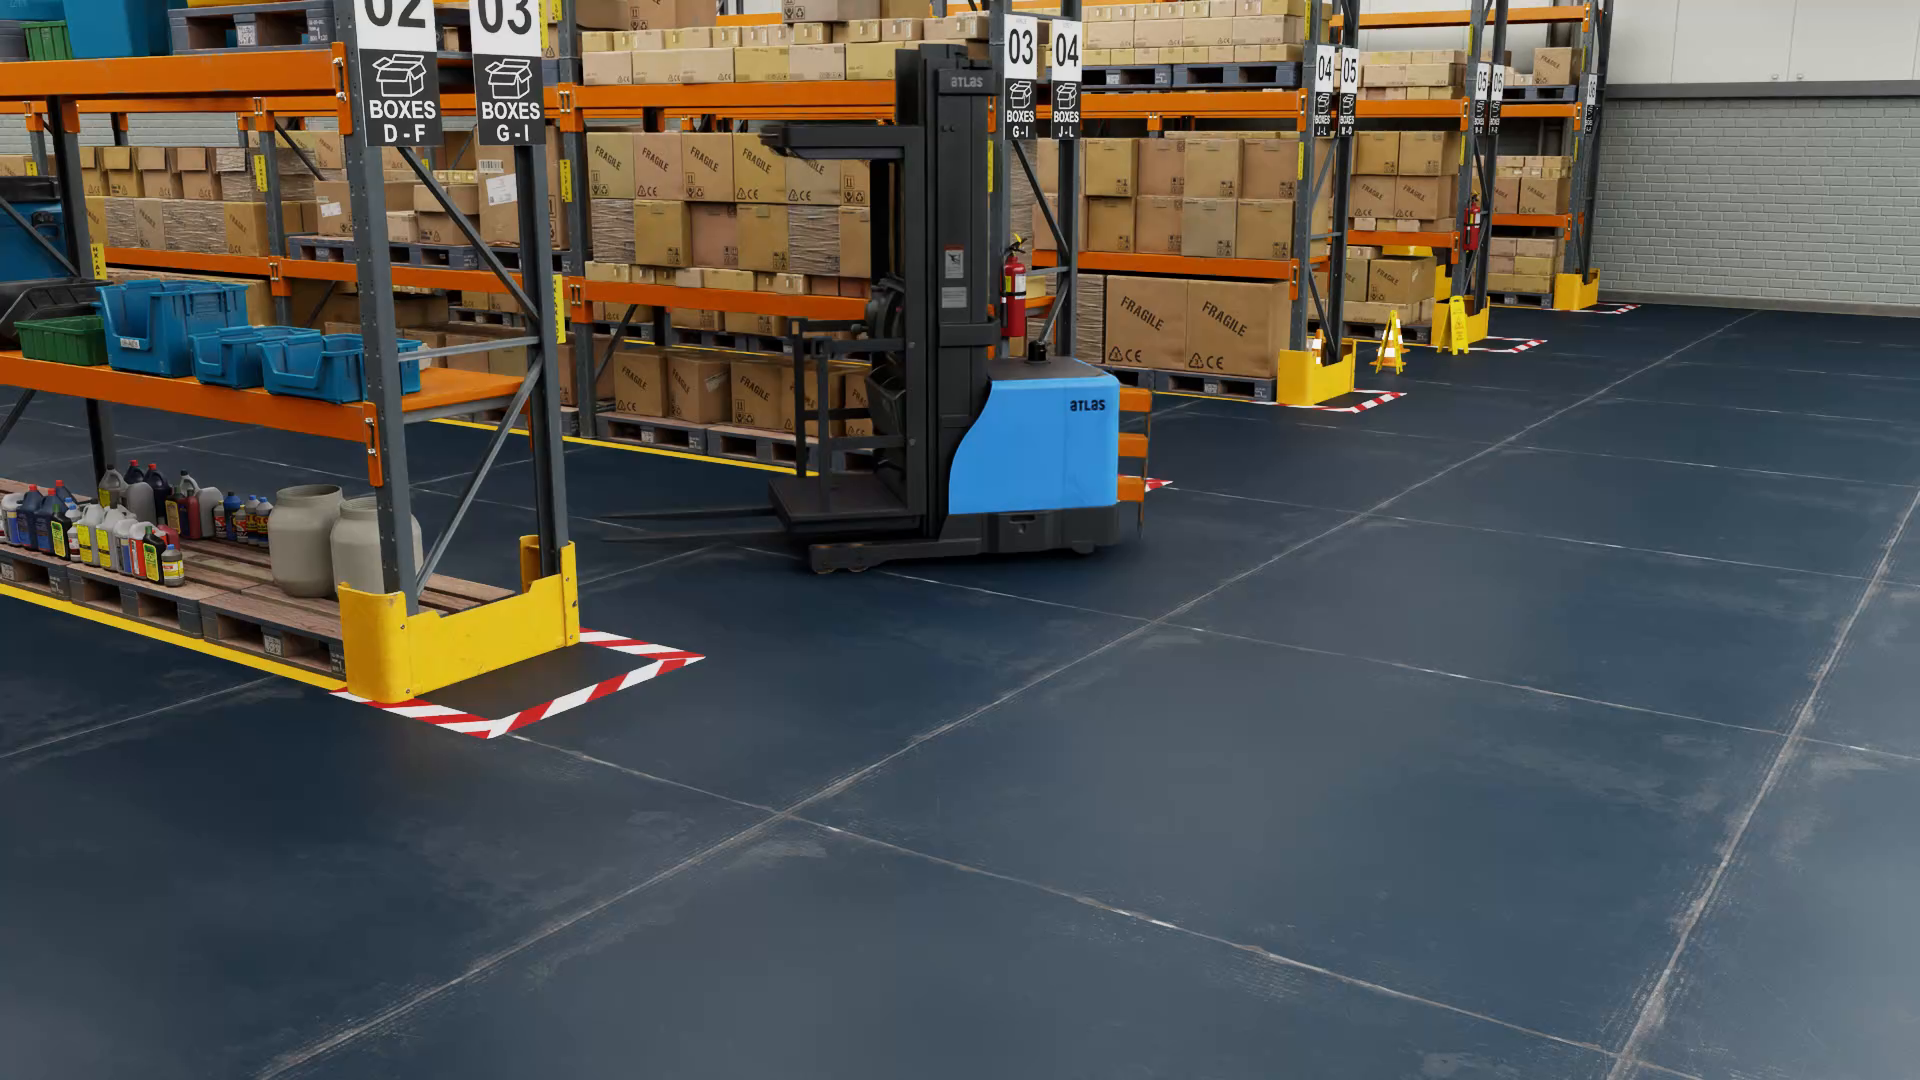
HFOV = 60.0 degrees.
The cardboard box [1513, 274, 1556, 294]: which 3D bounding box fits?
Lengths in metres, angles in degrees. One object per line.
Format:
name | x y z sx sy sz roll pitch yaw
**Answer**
cardboard box | 8.247 -3.684 23.811 0.500 0.250 0.500 9 17 33

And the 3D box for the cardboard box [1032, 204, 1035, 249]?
cardboard box | 0.830 -3.317 17.168 0.550 0.550 0.875 9 17 33

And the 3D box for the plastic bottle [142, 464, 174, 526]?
plastic bottle | -4.713 -0.271 9.771 0.185 0.351 0.144 8 16 30

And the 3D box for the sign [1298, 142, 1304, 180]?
sign | 3.053 -3.395 14.892 0.005 0.325 0.100 9 17 33

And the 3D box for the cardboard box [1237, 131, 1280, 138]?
cardboard box | 3.785 -4.791 20.529 0.500 0.500 0.700 9 16 32

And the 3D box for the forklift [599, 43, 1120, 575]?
forklift | -0.623 -1.364 9.734 3.031 2.935 1.130 -3 14 -13

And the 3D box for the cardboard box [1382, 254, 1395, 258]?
cardboard box | 5.075 -3.293 20.673 0.500 0.500 0.500 8 16 31

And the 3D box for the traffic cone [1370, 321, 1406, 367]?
traffic cone | 4.632 -2.127 17.951 0.334 0.463 0.336 9 17 33

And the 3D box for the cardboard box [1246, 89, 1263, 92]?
cardboard box | 3.704 -5.467 20.448 0.250 0.149 0.380 9 16 31

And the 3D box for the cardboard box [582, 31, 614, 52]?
cardboard box | -2.706 -3.857 12.901 0.250 0.149 0.380 9 16 31

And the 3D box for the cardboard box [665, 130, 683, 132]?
cardboard box | -4.344 -6.260 25.732 0.250 0.149 0.380 9 16 32

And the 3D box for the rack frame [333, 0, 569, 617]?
rack frame | -2.249 -0.861 7.559 0.127 3.000 1.000 9 17 33

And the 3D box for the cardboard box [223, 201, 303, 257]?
cardboard box | -6.670 -2.987 15.939 0.500 0.500 0.500 10 17 35

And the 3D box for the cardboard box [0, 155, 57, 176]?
cardboard box | -9.972 -3.902 17.976 0.500 0.500 0.500 10 17 34

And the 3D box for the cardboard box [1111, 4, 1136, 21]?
cardboard box | 1.633 -4.980 15.736 0.250 0.149 0.380 9 17 33

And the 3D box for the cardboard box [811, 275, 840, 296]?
cardboard box | -0.882 -1.888 12.231 0.250 0.149 0.380 9 17 33

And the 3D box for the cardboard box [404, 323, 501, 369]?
cardboard box | -4.614 -1.689 15.192 0.500 0.500 0.700 11 18 37

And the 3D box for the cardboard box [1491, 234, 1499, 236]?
cardboard box | 7.695 -4.407 24.651 0.500 0.250 0.500 9 17 32

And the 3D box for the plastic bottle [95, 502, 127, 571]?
plastic bottle | -4.466 -0.027 8.787 0.185 0.351 0.144 10 17 35

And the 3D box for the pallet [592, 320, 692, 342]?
pallet | -3.918 -2.648 20.583 1.213 0.211 1.003 9 17 33

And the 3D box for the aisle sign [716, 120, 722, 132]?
aisle sign | -4.683 -8.173 31.687 0.004 0.787 0.394 9 17 33

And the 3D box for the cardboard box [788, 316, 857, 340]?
cardboard box | -1.315 -2.668 18.665 0.750 0.750 1.050 9 17 33

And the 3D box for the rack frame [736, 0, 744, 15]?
rack frame | -4.463 -9.873 31.478 0.127 3.000 1.000 9 17 33

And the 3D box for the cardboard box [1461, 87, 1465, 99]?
cardboard box | 5.952 -5.268 19.642 0.250 0.149 0.380 9 17 33

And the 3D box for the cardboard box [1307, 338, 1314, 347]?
cardboard box | 3.832 -2.214 18.956 0.380 0.149 0.250 -7 15 -25

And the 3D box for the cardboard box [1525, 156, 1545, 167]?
cardboard box | 8.177 -5.356 23.538 0.250 0.149 0.380 9 17 33

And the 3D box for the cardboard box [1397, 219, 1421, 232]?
cardboard box | 5.345 -3.722 19.639 0.250 0.149 0.380 9 16 32

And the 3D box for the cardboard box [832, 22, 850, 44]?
cardboard box | -0.685 -3.561 11.704 0.250 0.149 0.380 9 17 33

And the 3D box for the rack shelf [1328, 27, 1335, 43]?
rack shelf | 3.835 -7.988 26.195 4.000 0.370 1.077 9 17 33

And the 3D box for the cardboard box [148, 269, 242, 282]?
cardboard box | -7.419 -2.312 16.967 0.875 0.875 1.225 9 17 33

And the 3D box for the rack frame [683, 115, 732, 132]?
rack frame | -3.911 -5.434 26.032 0.127 3.000 1.000 9 17 33

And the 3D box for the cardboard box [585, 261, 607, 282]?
cardboard box | -2.793 -2.174 13.387 0.250 0.149 0.380 9 17 33

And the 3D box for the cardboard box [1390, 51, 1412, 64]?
cardboard box | 5.186 -5.605 19.344 0.250 0.149 0.380 9 16 32

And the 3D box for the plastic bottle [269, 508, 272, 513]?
plastic bottle | -3.757 -0.095 9.204 0.133 0.283 0.061 10 17 34

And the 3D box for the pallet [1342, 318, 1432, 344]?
pallet | 5.329 -2.597 20.376 1.213 0.211 1.003 9 17 33

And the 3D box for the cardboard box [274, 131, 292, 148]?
cardboard box | -9.262 -5.469 23.264 0.500 0.500 0.500 10 17 34

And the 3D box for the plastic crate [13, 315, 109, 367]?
plastic crate | -4.599 -1.056 8.789 0.662 0.188 0.450 9 17 33

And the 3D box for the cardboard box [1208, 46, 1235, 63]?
cardboard box | 2.481 -4.456 15.279 0.250 0.149 0.380 9 17 34

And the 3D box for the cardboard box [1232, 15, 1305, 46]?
cardboard box | 2.806 -4.614 15.089 0.500 0.250 0.500 9 17 34

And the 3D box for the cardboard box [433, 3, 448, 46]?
cardboard box | -4.753 -4.519 14.844 0.500 0.500 0.500 10 17 34

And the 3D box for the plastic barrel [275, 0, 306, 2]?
plastic barrel | -2.723 -2.769 7.258 0.708 0.830 0.600 9 17 33

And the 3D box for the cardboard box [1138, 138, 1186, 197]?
cardboard box | 2.185 -3.636 16.210 0.550 0.550 0.875 9 17 33

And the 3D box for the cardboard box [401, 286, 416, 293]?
cardboard box | -7.260 -3.410 22.298 0.250 0.149 0.380 8 16 30

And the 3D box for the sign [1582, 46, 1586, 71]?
sign | 8.499 -6.556 22.644 0.005 0.325 0.100 9 17 33

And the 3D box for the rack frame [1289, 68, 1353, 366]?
rack frame | 3.368 -2.824 15.489 0.127 3.000 1.000 9 17 33

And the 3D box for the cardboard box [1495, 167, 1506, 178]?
cardboard box | 7.760 -5.280 23.851 0.250 0.149 0.380 9 17 32

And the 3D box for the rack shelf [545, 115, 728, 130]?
rack shelf | -5.570 -6.809 26.841 4.000 0.370 1.077 9 17 33

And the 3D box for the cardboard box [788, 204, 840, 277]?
cardboard box | -0.798 -2.240 12.301 0.500 0.500 0.875 9 17 33

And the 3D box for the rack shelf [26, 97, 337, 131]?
rack shelf | -7.782 -4.297 16.692 4.000 0.370 1.077 9 17 33

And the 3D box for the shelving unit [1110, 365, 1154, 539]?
shelving unit | 1.031 -0.547 10.324 0.252 1.050 0.215 3 14 -1

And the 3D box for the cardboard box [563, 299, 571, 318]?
cardboard box | -4.839 -3.062 20.777 0.500 0.500 0.500 8 16 30

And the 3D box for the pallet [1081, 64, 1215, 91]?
pallet | 1.730 -4.498 16.193 1.213 0.211 1.003 9 17 33

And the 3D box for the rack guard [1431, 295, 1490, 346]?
rack guard | 5.983 -2.621 19.872 0.348 0.500 1.175 9 17 33

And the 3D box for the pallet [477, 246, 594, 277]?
pallet | -3.356 -2.423 14.270 1.213 0.211 1.003 9 17 33
